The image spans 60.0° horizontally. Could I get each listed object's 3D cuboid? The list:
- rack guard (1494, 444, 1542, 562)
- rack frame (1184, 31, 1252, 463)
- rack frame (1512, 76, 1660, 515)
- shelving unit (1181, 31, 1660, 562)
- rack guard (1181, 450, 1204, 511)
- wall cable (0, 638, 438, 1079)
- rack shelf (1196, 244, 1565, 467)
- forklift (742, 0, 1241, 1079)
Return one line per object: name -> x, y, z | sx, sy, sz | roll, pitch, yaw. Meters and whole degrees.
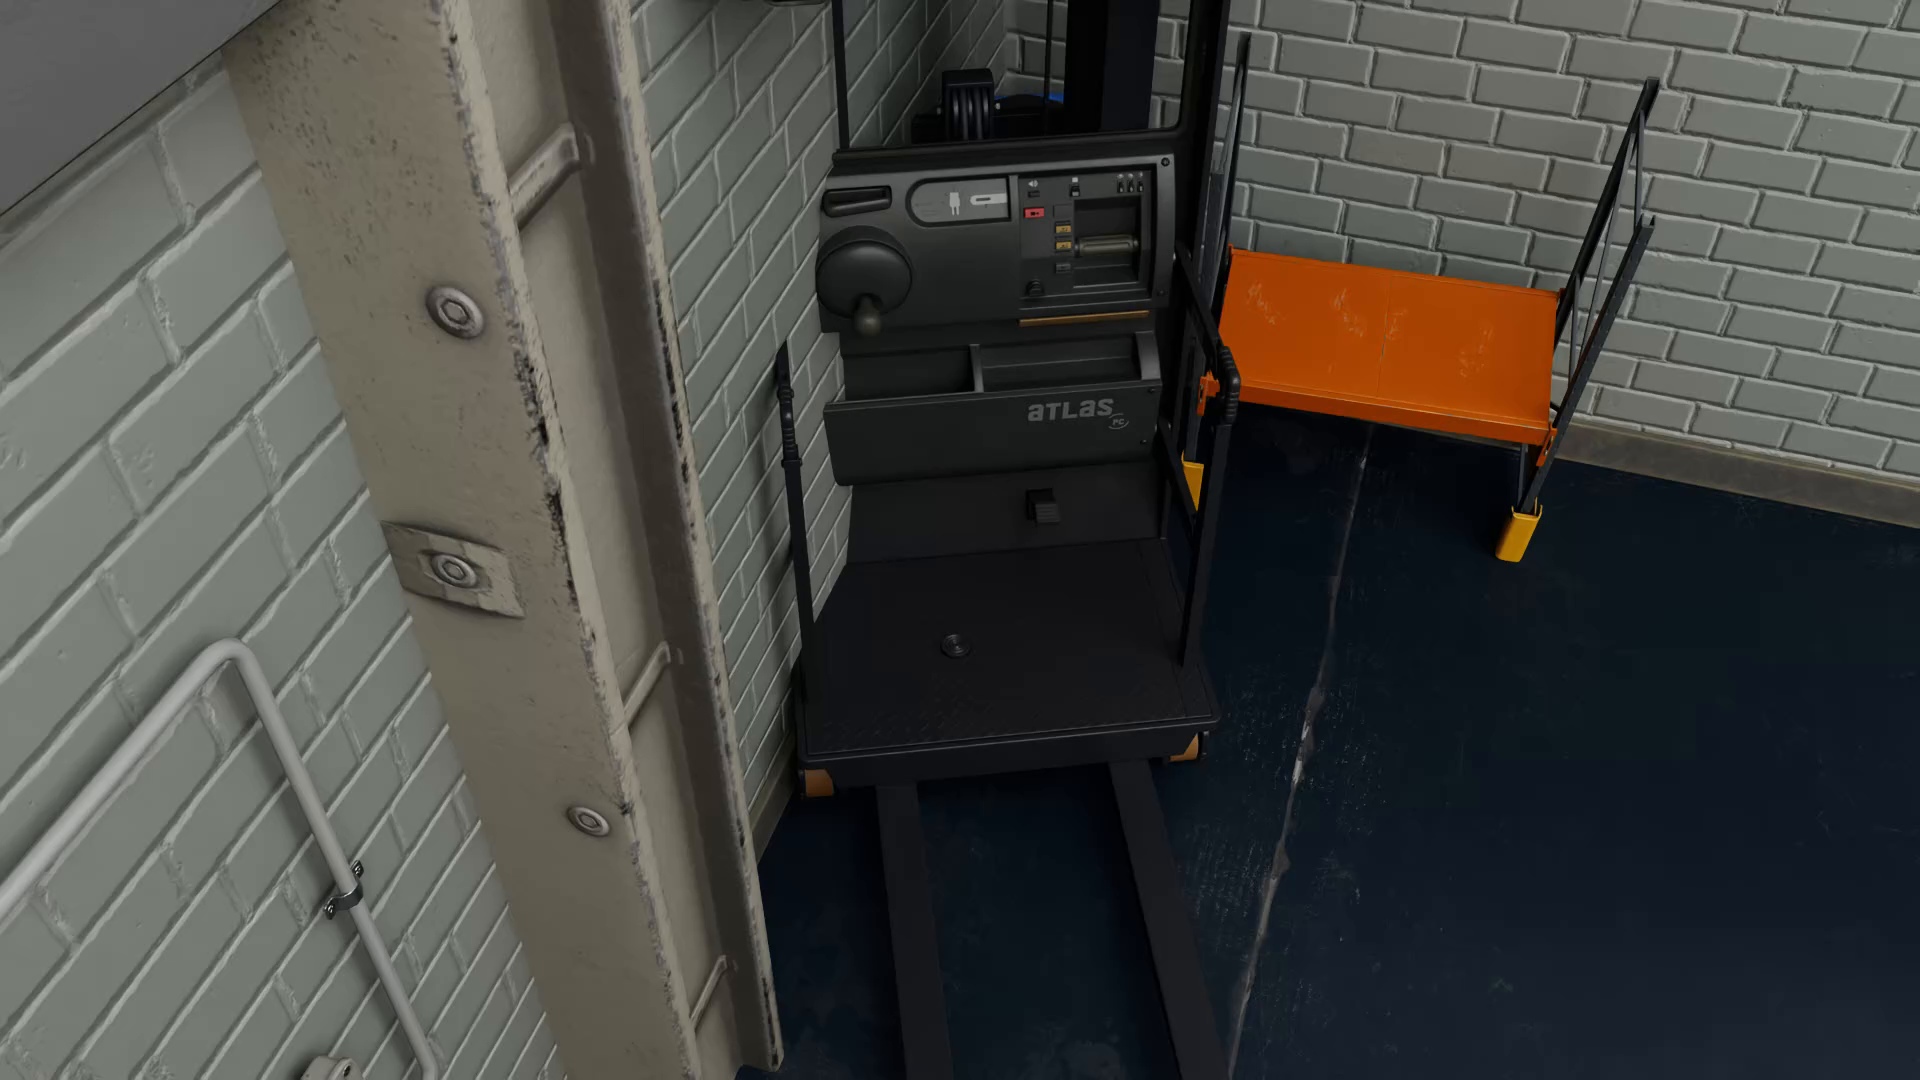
rack guard -> 1.765, -0.247, 5.215 | 0.087, 0.250, 0.587 | 10, 61, 10
rack frame -> 0.737, -0.730, 4.851 | 0.032, 1.500, 0.500 | 10, 61, 10
rack frame -> 1.725, -0.565, 4.678 | 0.032, 1.500, 0.500 | 10, 61, 10
shelving unit -> 1.240, -0.646, 4.763 | 1.083, 1.500, 0.587 | 10, 61, 10
rack guard -> 0.797, -0.409, 5.384 | 0.087, 0.250, 0.587 | 10, 61, 10
wall cable -> -1.133, 0.823, 1.538 | 0.084, 1.984, 1.851 | 13, 46, 13
rack shelf -> 1.243, -0.556, 4.919 | 1.000, 0.185, 0.538 | 10, 61, 10
forklift -> 0.077, -0.612, 3.779 | 1.130, 2.935, 3.031 | -5, 45, -5
